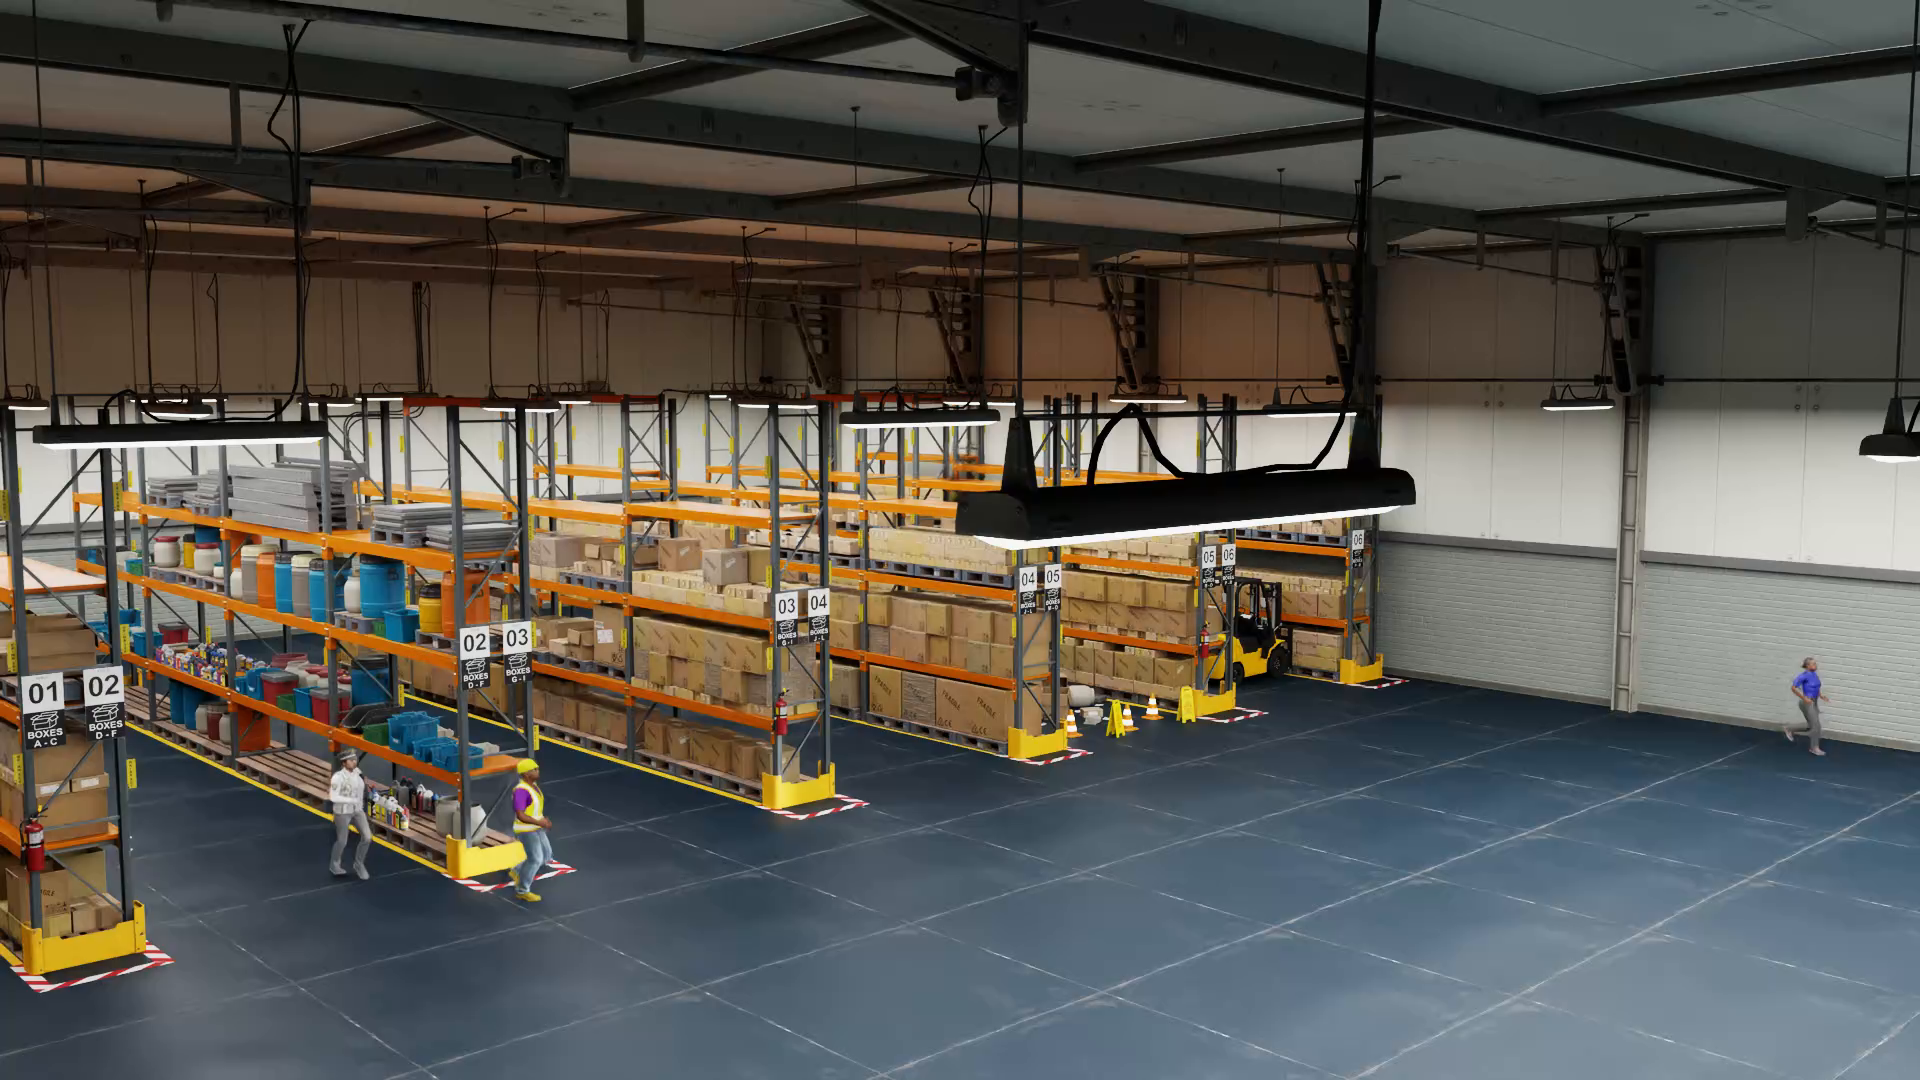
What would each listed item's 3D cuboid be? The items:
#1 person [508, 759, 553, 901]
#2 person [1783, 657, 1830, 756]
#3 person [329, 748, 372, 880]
[{"bbox_3d":[-5.230,3.517,20.276,0.604,1.728,0.757,0,6,-3],"label":"person"},{"bbox_3d":[14.368,2.855,28.260,0.577,1.545,0.760,-5,7,-40],"label":"person"},{"bbox_3d":[-7.723,3.475,21.027,0.738,1.722,0.562,4,7,36],"label":"person"}]
